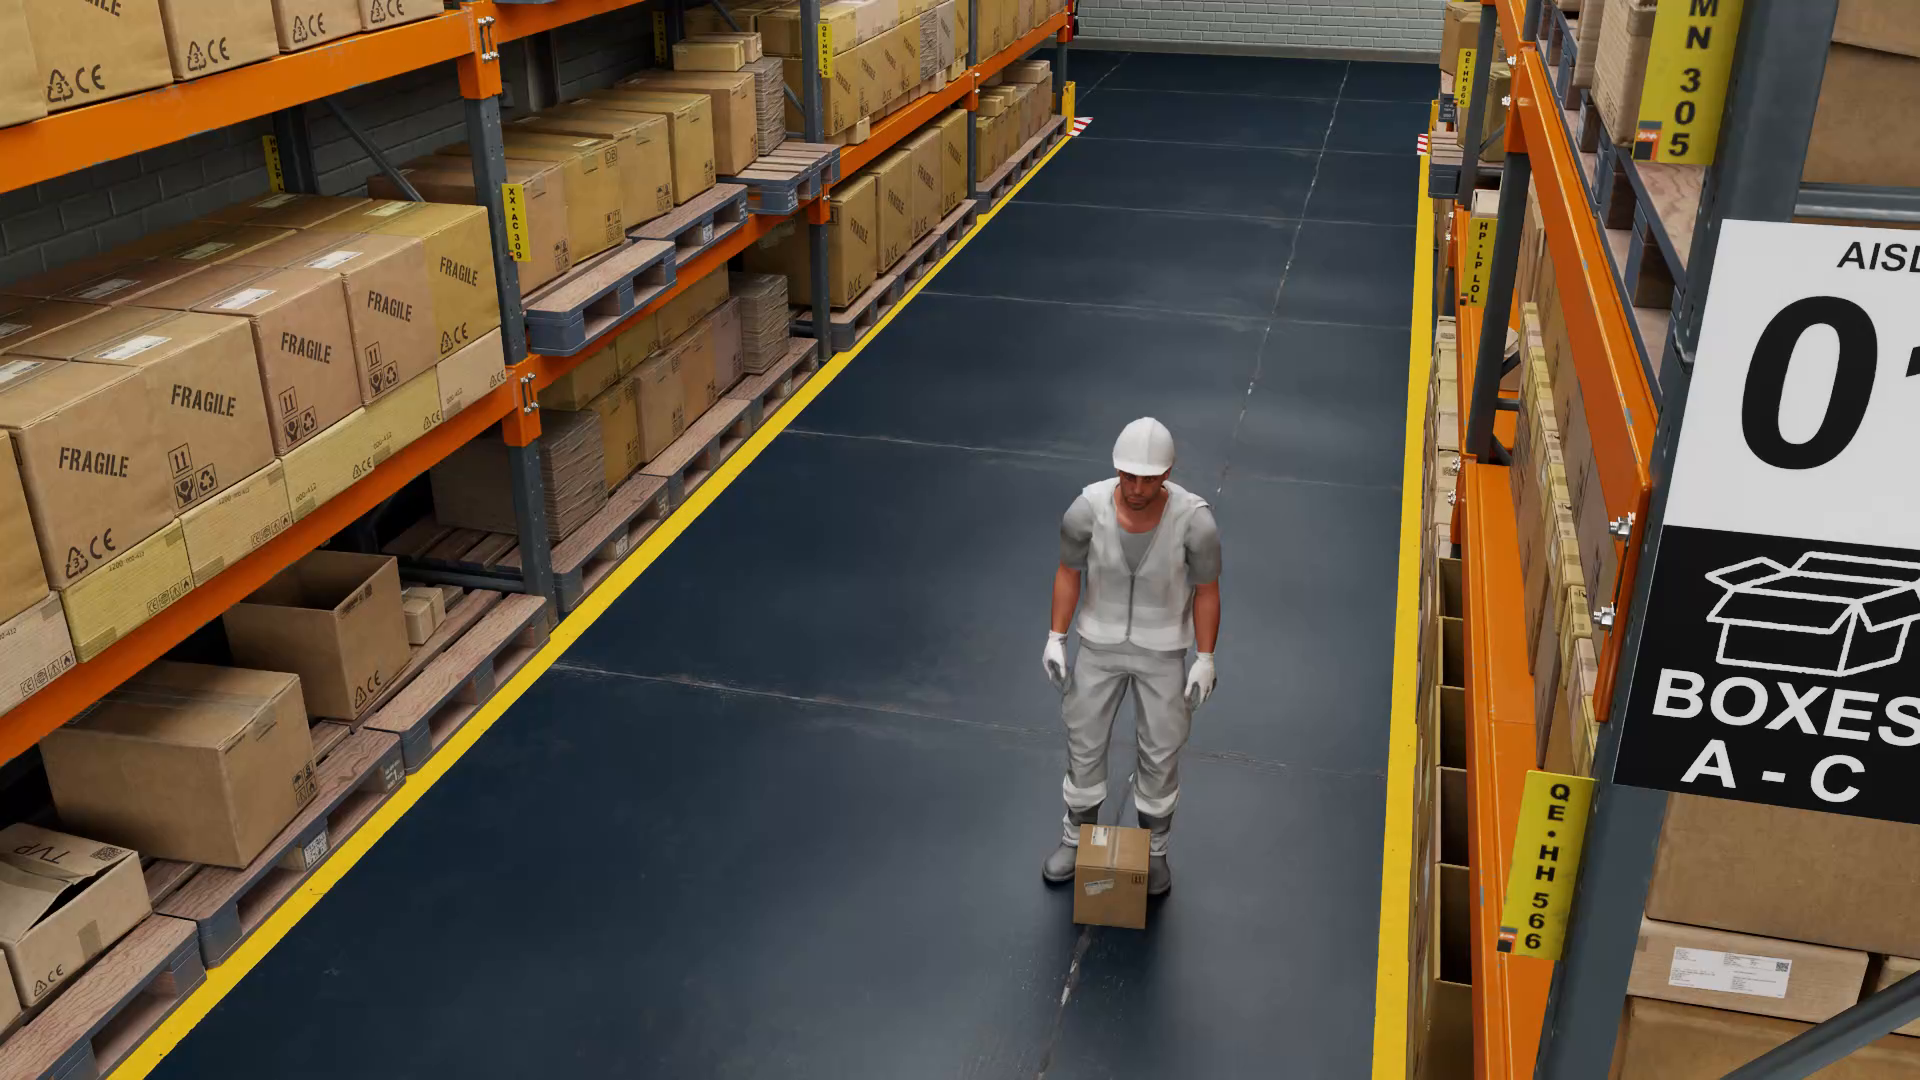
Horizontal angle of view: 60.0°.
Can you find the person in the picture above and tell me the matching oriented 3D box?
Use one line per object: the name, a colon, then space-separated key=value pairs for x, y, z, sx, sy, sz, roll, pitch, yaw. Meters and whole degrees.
person: x=0.588 y=0.397 z=5.742 sx=0.609 sy=1.779 sz=0.449 roll=6 pitch=26 yaw=13
